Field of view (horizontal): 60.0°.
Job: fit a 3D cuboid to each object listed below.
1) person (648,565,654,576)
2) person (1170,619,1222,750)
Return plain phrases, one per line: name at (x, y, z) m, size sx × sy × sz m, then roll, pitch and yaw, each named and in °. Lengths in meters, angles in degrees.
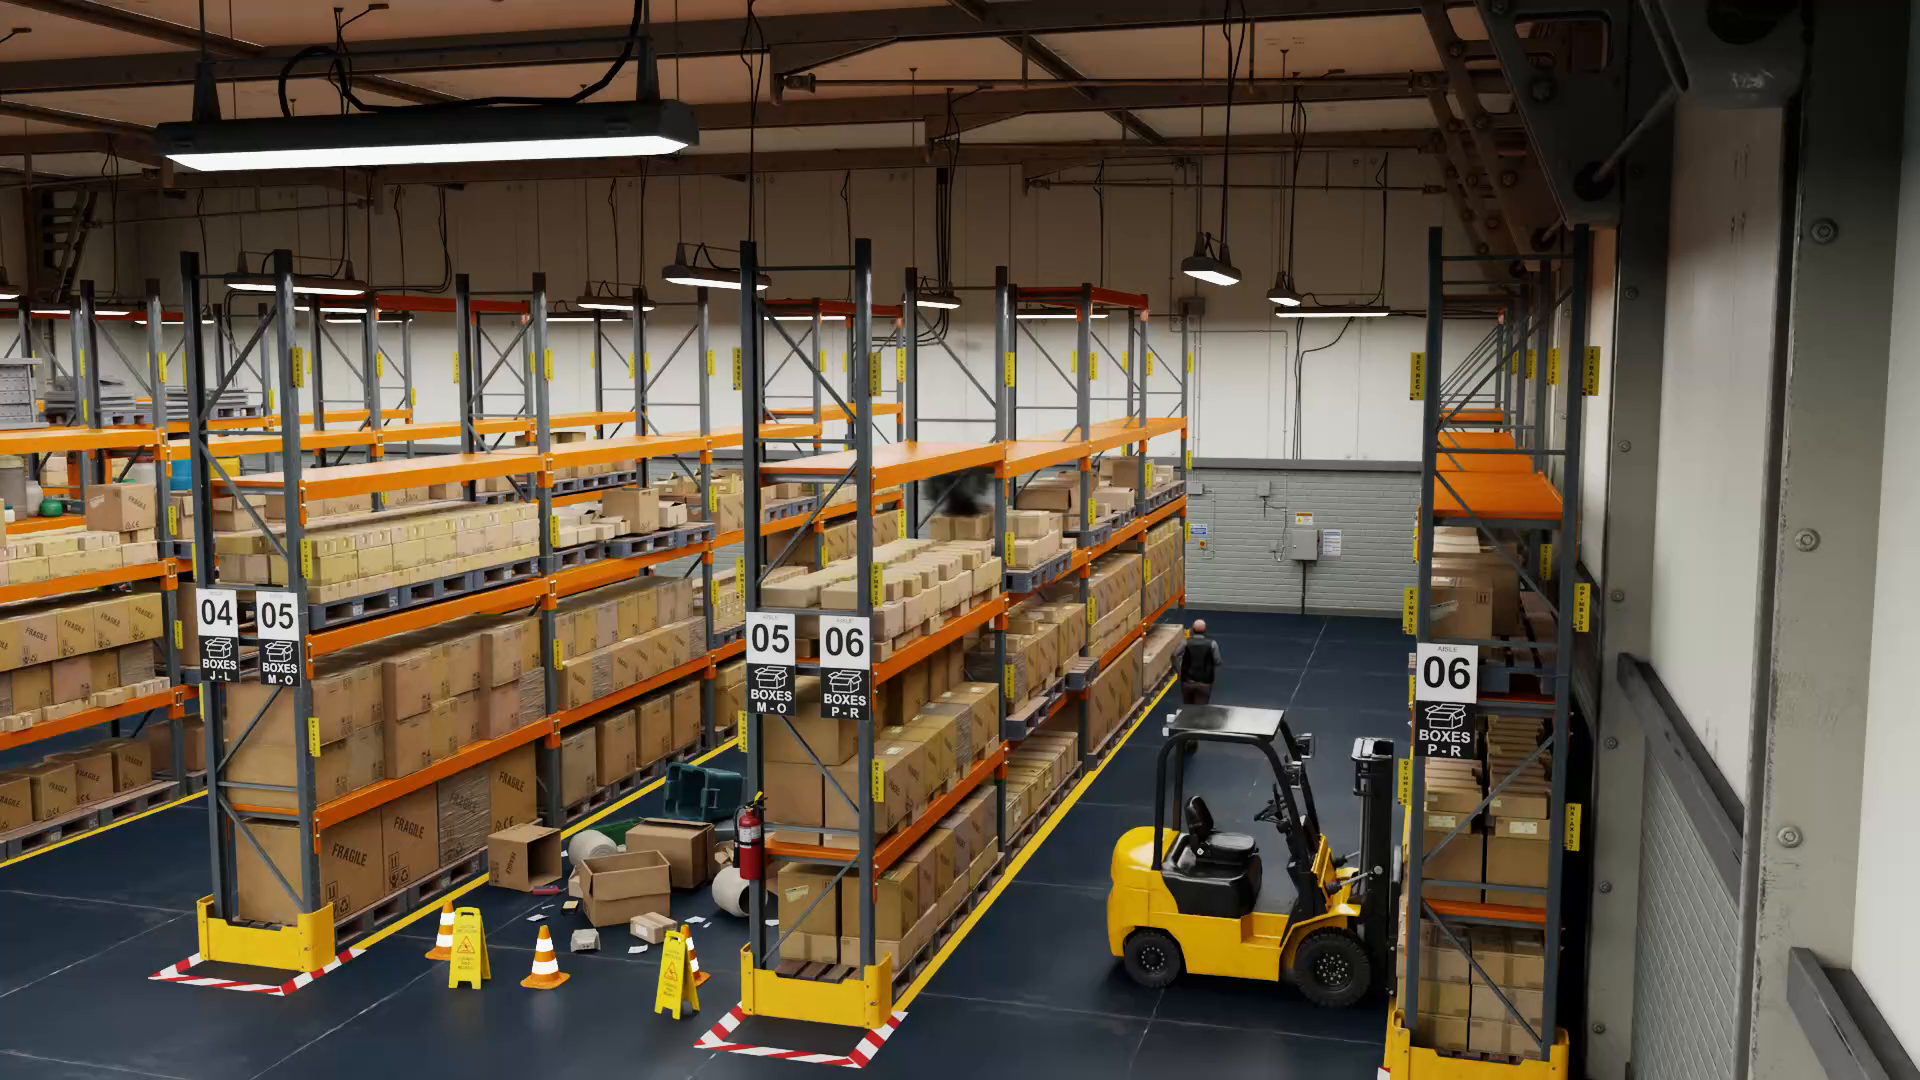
person at (-5.021, 1.281, 26.800) m, size 0.632 × 1.823 × 0.705 m, roll 1°, pitch 6°, yaw 8°
person at (3.097, 1.888, 21.753) m, size 0.647 × 1.703 × 0.729 m, roll 2°, pitch 7°, yaw 17°
